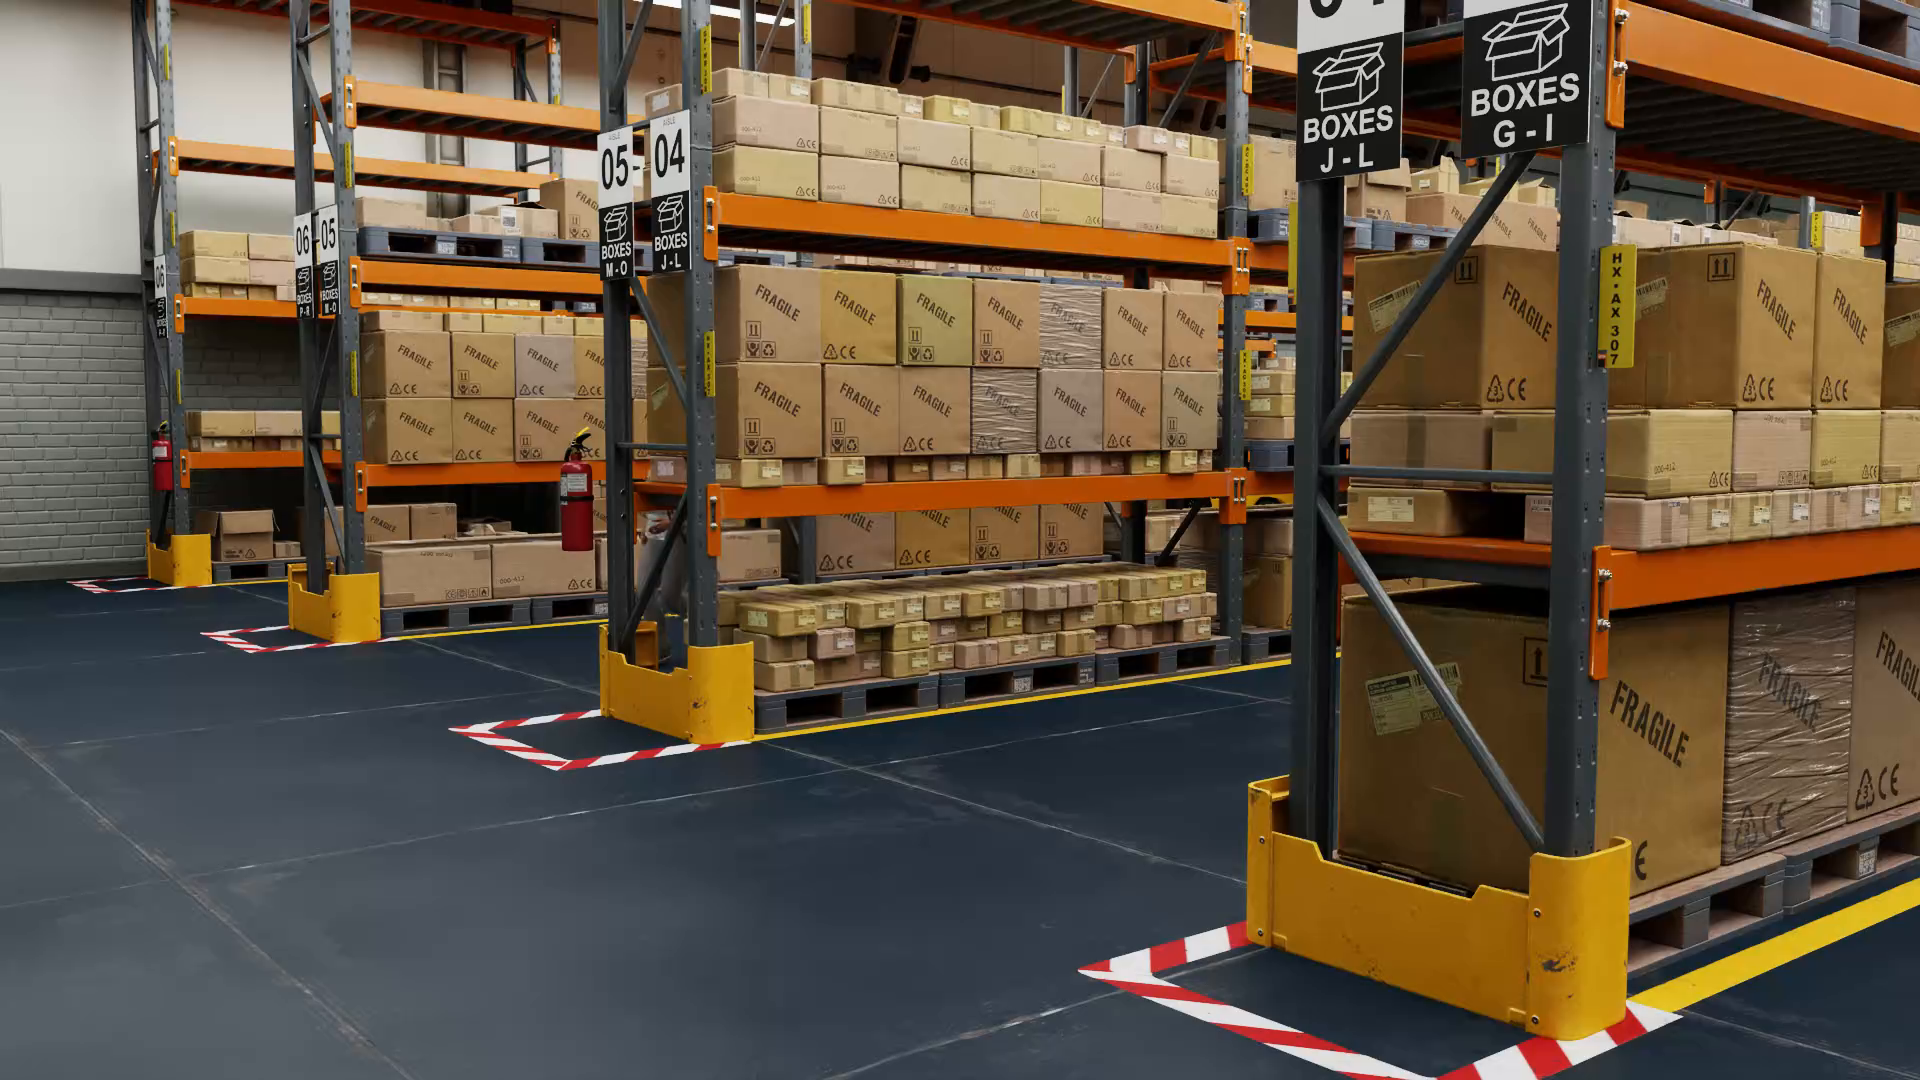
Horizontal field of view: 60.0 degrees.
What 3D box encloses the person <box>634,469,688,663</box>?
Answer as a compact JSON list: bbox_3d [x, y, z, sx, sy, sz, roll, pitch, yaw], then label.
[{"bbox_3d":[-1.892,0.008,11.184,0.677,1.686,0.606,-4,6,-44],"label":"person"}]
